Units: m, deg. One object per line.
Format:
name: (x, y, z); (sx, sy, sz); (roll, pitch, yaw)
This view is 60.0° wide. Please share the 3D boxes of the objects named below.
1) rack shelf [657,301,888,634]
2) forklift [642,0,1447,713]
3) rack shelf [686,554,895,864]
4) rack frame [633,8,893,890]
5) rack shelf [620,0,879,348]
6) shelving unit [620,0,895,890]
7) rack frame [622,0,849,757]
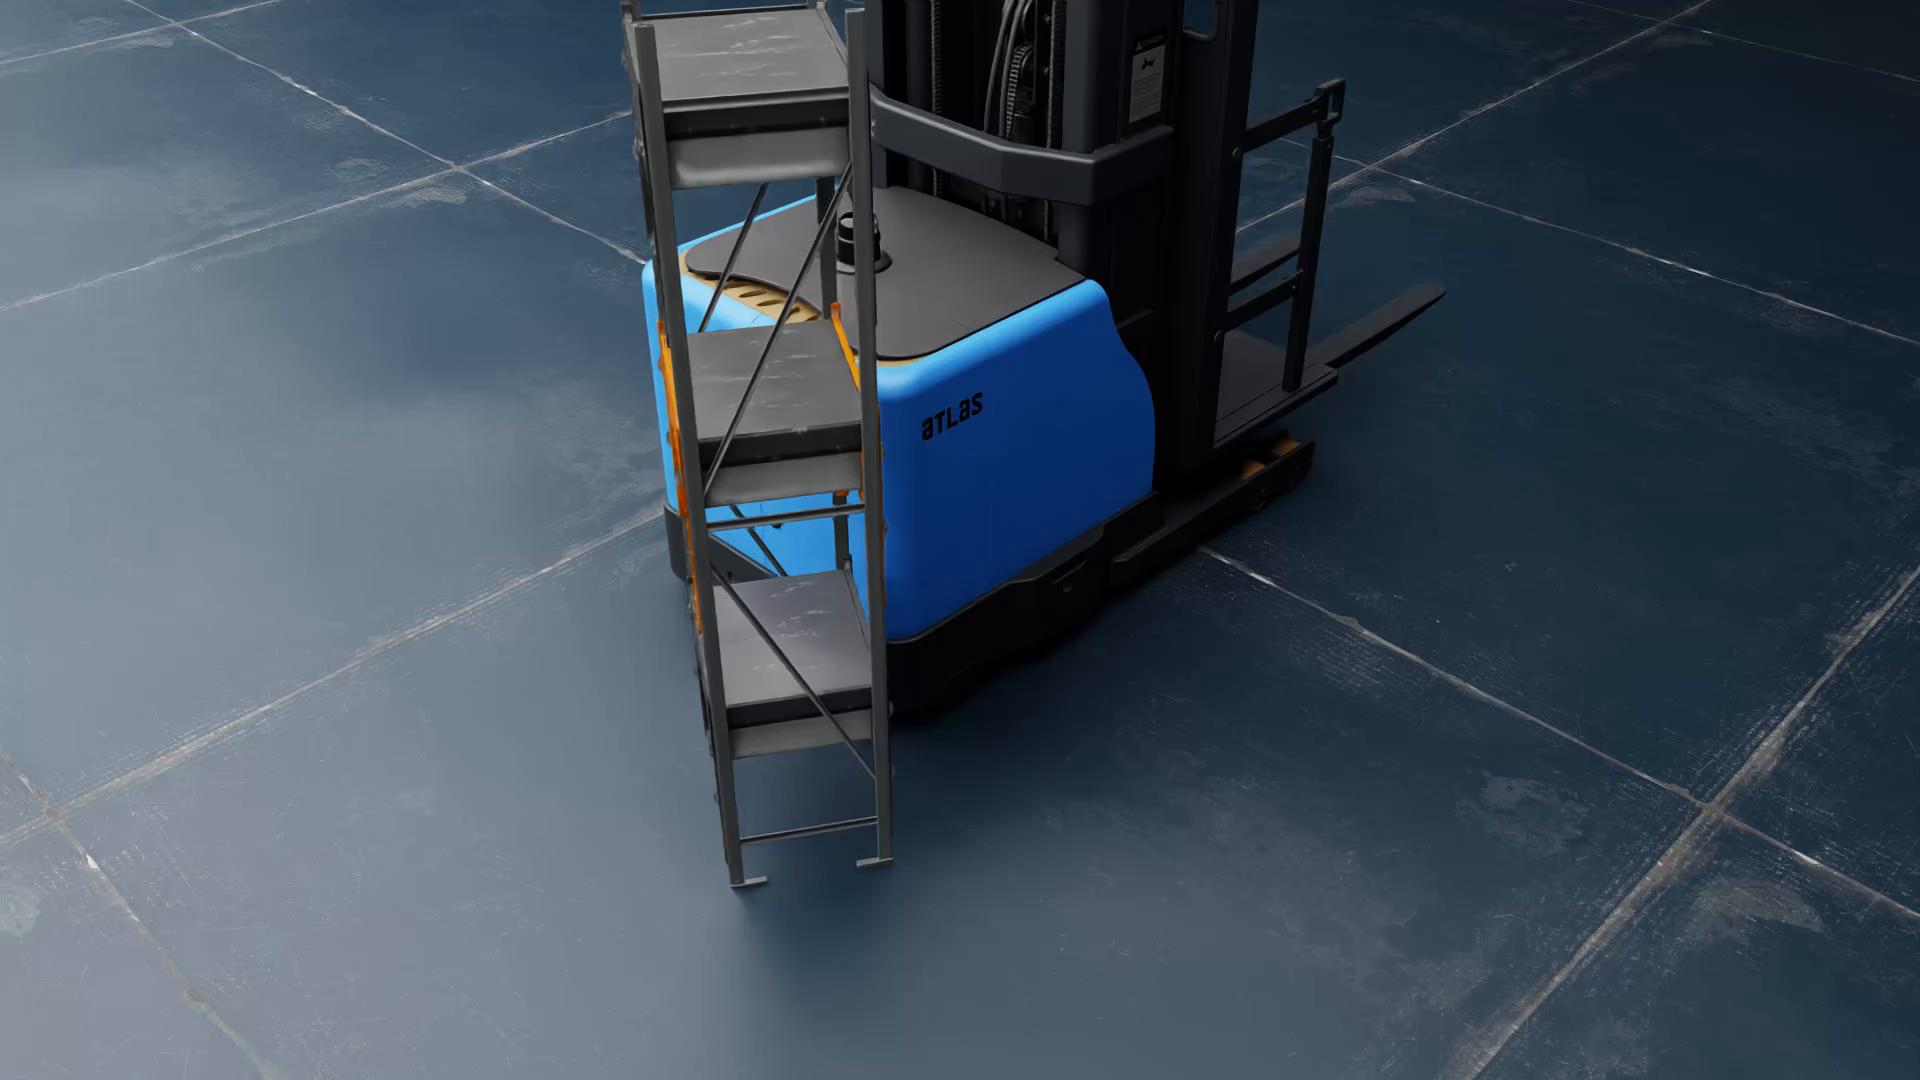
rack shelf: (-0.418, -0.167, 3.678); (0.431, 0.518, 0.480); (-8, 36, -11)
forklift: (0.521, -1.480, 4.810); (1.130, 2.935, 3.031); (29, 44, 35)
rack shelf: (-0.418, 0.407, 4.079); (0.431, 0.518, 0.480); (-8, 36, -11)
rack frame: (-0.362, -0.043, 3.476); (0.400, 2.100, 0.015); (-8, 36, -11)
rack shelf: (-0.418, -0.742, 3.278); (0.431, 0.518, 0.480); (-8, 36, -11)
shelving unit: (-0.418, -0.179, 3.671); (0.431, 2.100, 0.503); (-8, 36, -11)
rack frame: (-0.473, -0.315, 3.866); (0.400, 2.100, 0.015); (-8, 36, -11)
